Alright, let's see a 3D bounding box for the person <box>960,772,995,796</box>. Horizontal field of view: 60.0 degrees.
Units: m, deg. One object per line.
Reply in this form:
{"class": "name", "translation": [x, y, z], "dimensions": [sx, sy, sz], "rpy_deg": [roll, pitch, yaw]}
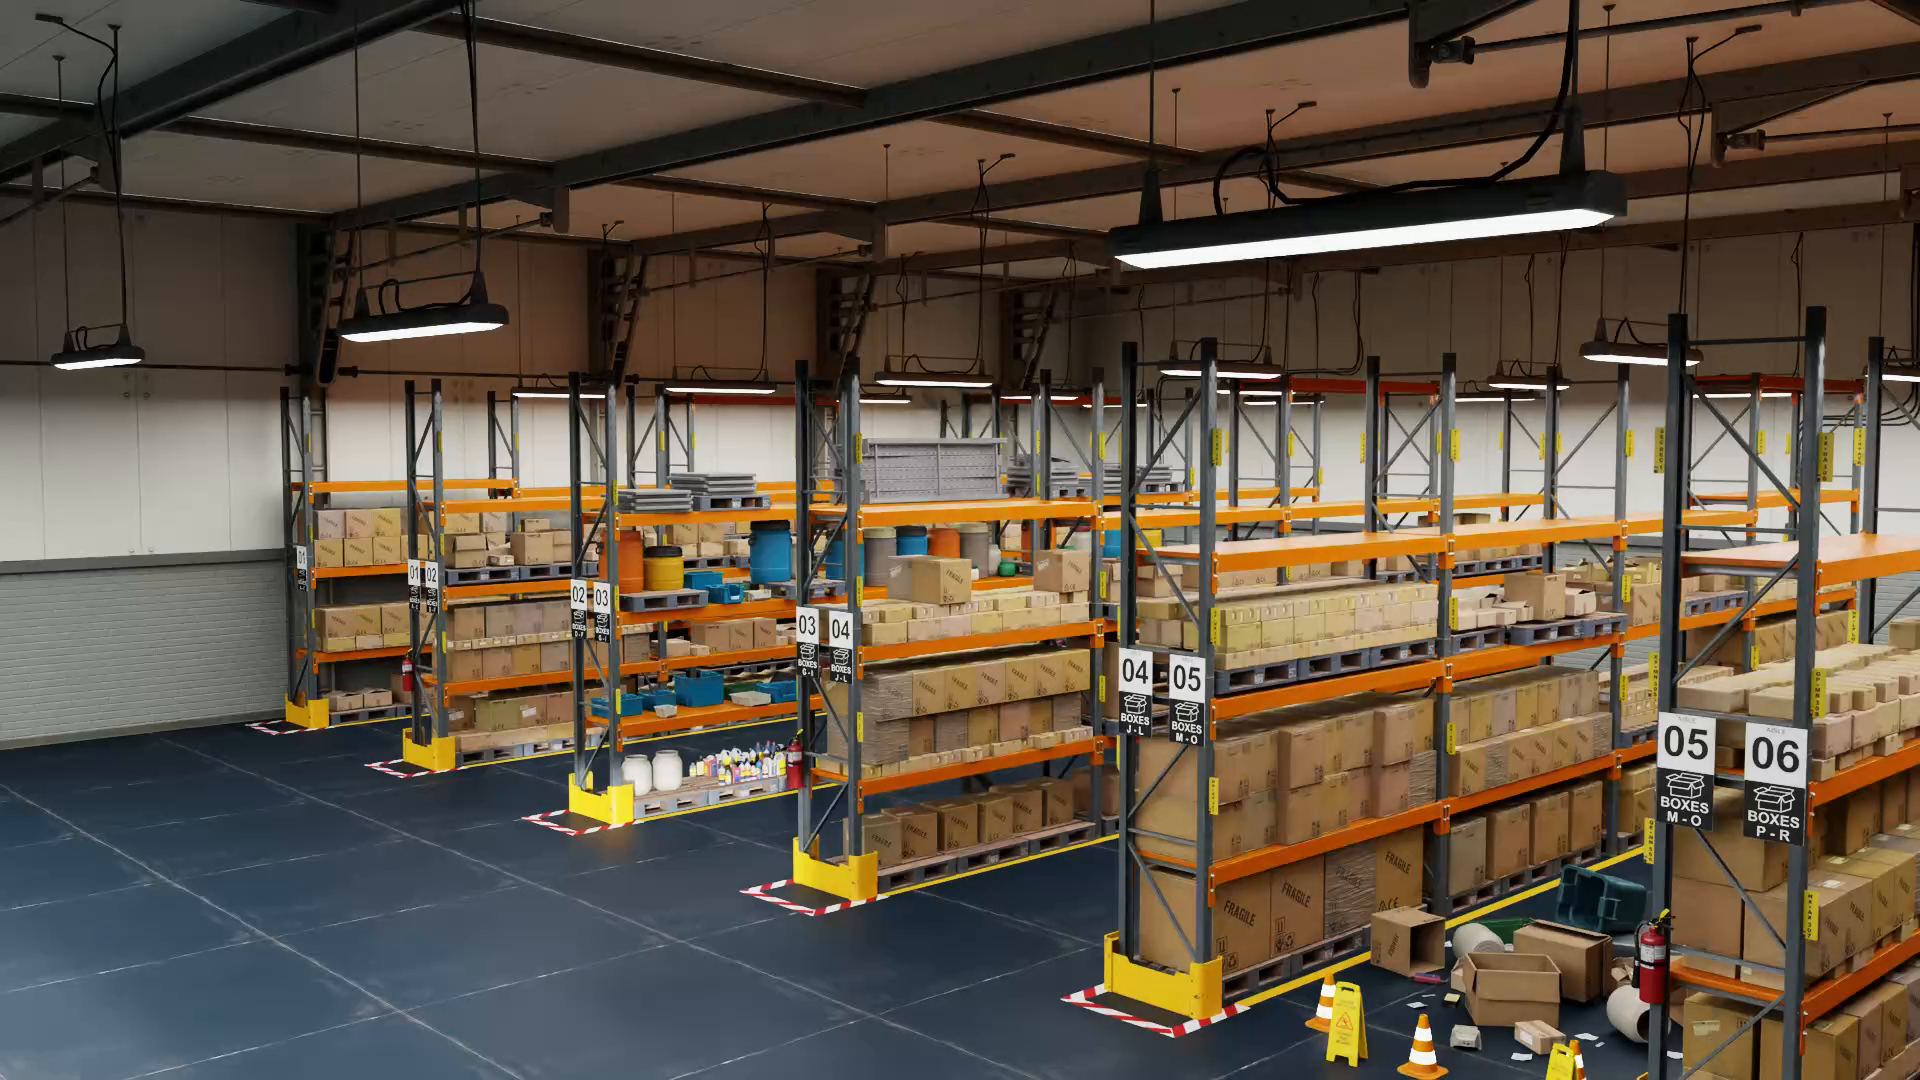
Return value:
{"class": "person", "translation": [0.237, 2.947, 22.751], "dimensions": [0.834, 1.584, 0.599], "rpy_deg": [-3, 5, -40]}
